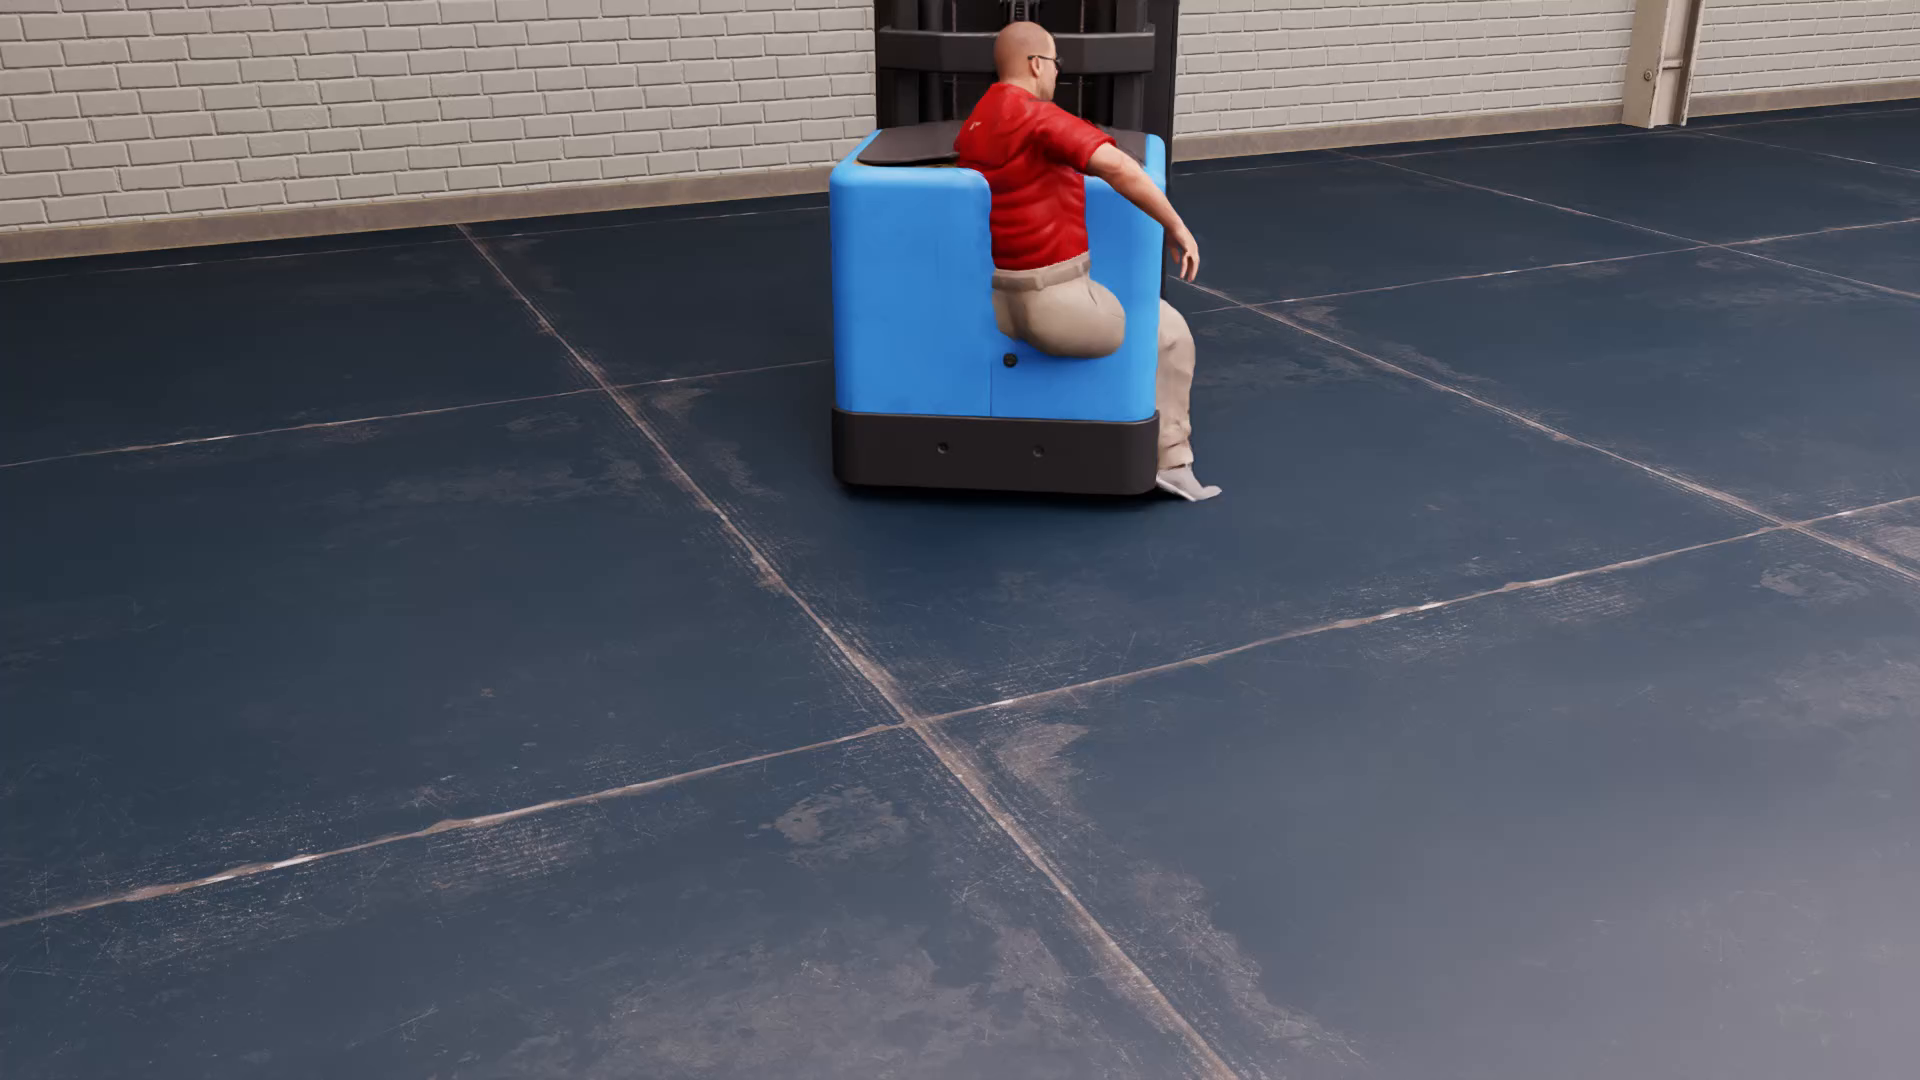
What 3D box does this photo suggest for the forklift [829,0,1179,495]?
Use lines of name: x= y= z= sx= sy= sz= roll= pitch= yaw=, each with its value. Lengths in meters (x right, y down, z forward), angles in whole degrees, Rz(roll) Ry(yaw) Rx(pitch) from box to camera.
forklift: x=0.264 y=-2.023 z=6.157 sx=1.130 sy=2.935 sz=3.031 roll=2 pitch=23 yaw=6

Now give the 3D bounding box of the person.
person: x=0.415 y=-0.839 z=5.252 sx=0.788 sy=1.541 sz=0.950 roll=-18 pitch=29 yaw=-37
